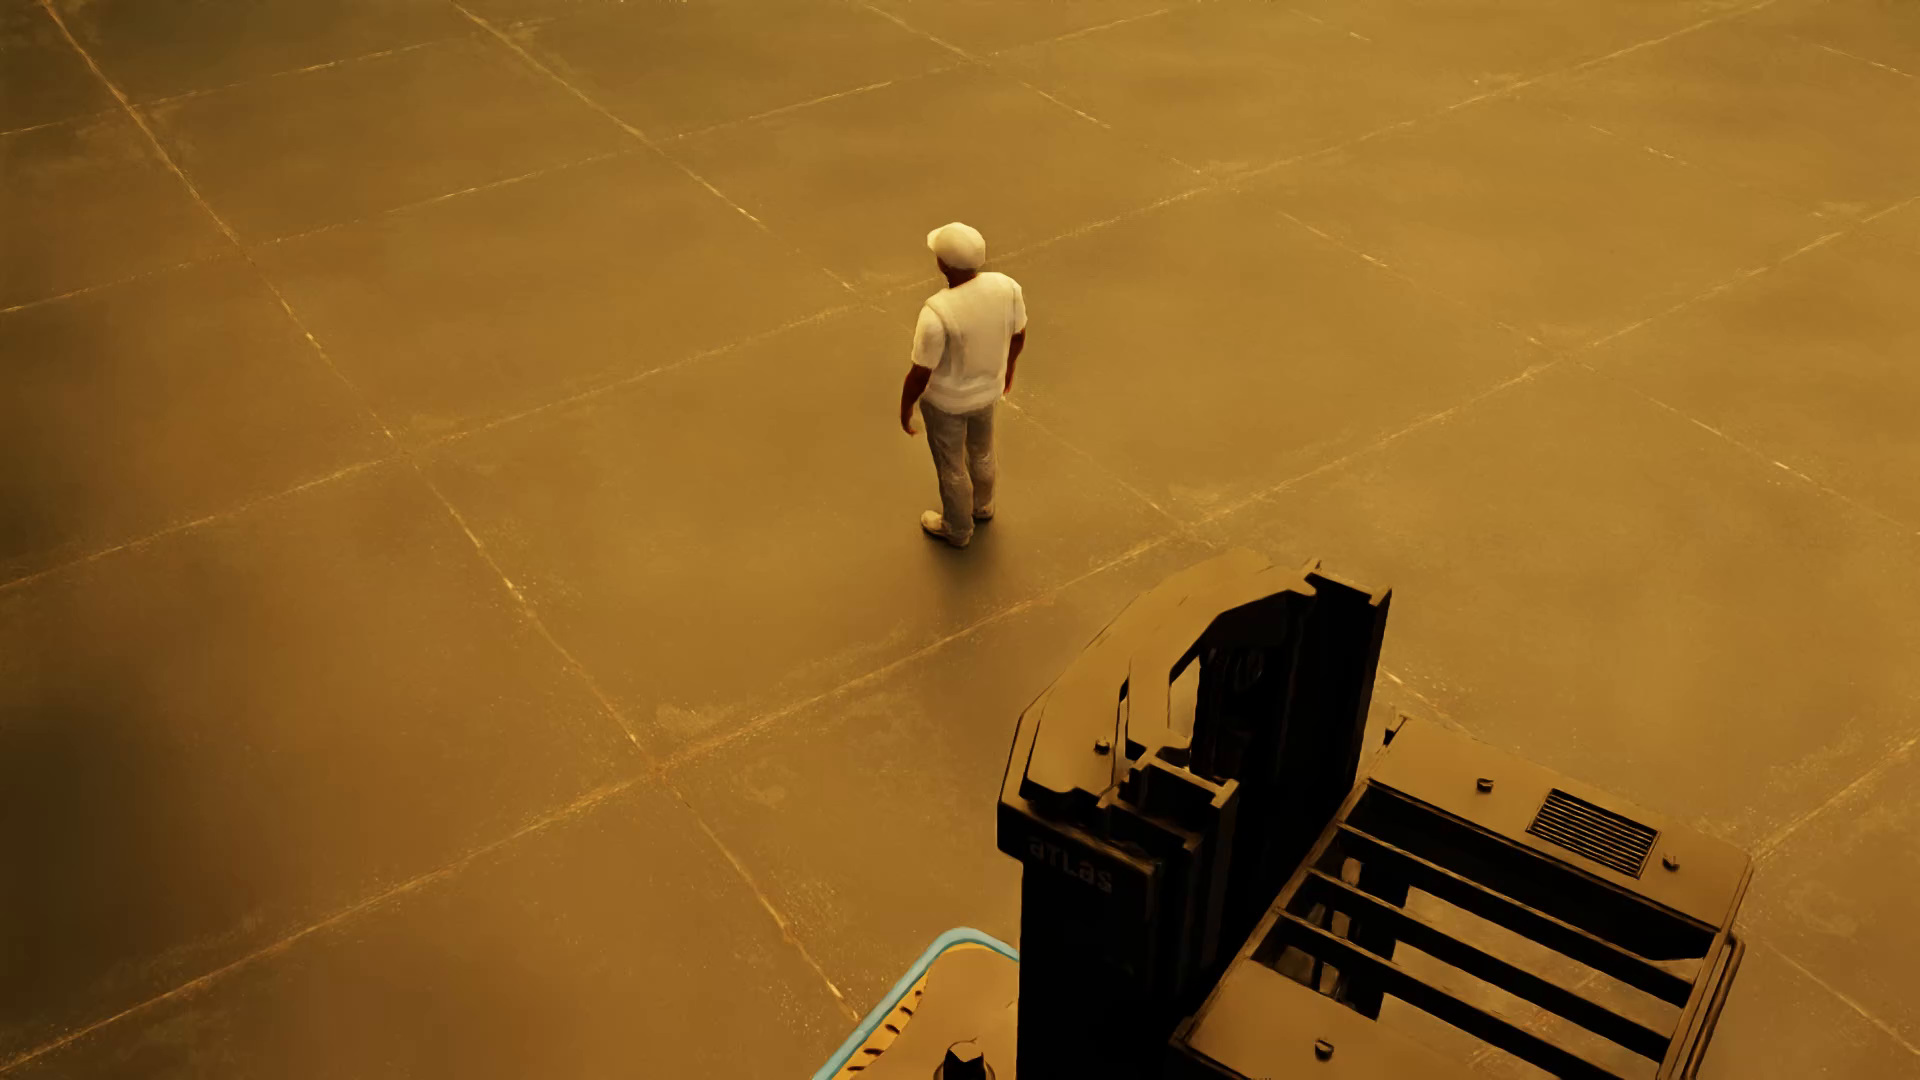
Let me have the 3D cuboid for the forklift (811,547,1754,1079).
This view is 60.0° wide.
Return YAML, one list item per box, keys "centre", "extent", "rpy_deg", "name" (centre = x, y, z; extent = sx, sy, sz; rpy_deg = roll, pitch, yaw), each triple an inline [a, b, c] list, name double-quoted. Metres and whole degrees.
- centre: [0.932, 1.569, 3.823]
  extent: [3.031, 2.935, 1.130]
  rpy_deg: [22, 42, 27]
  name: "forklift"

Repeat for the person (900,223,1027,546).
- centre: [-0.036, -0.752, 7.929]
  extent: [0.665, 1.766, 0.576]
  rpy_deg: [-23, 42, -28]
  name: "person"
